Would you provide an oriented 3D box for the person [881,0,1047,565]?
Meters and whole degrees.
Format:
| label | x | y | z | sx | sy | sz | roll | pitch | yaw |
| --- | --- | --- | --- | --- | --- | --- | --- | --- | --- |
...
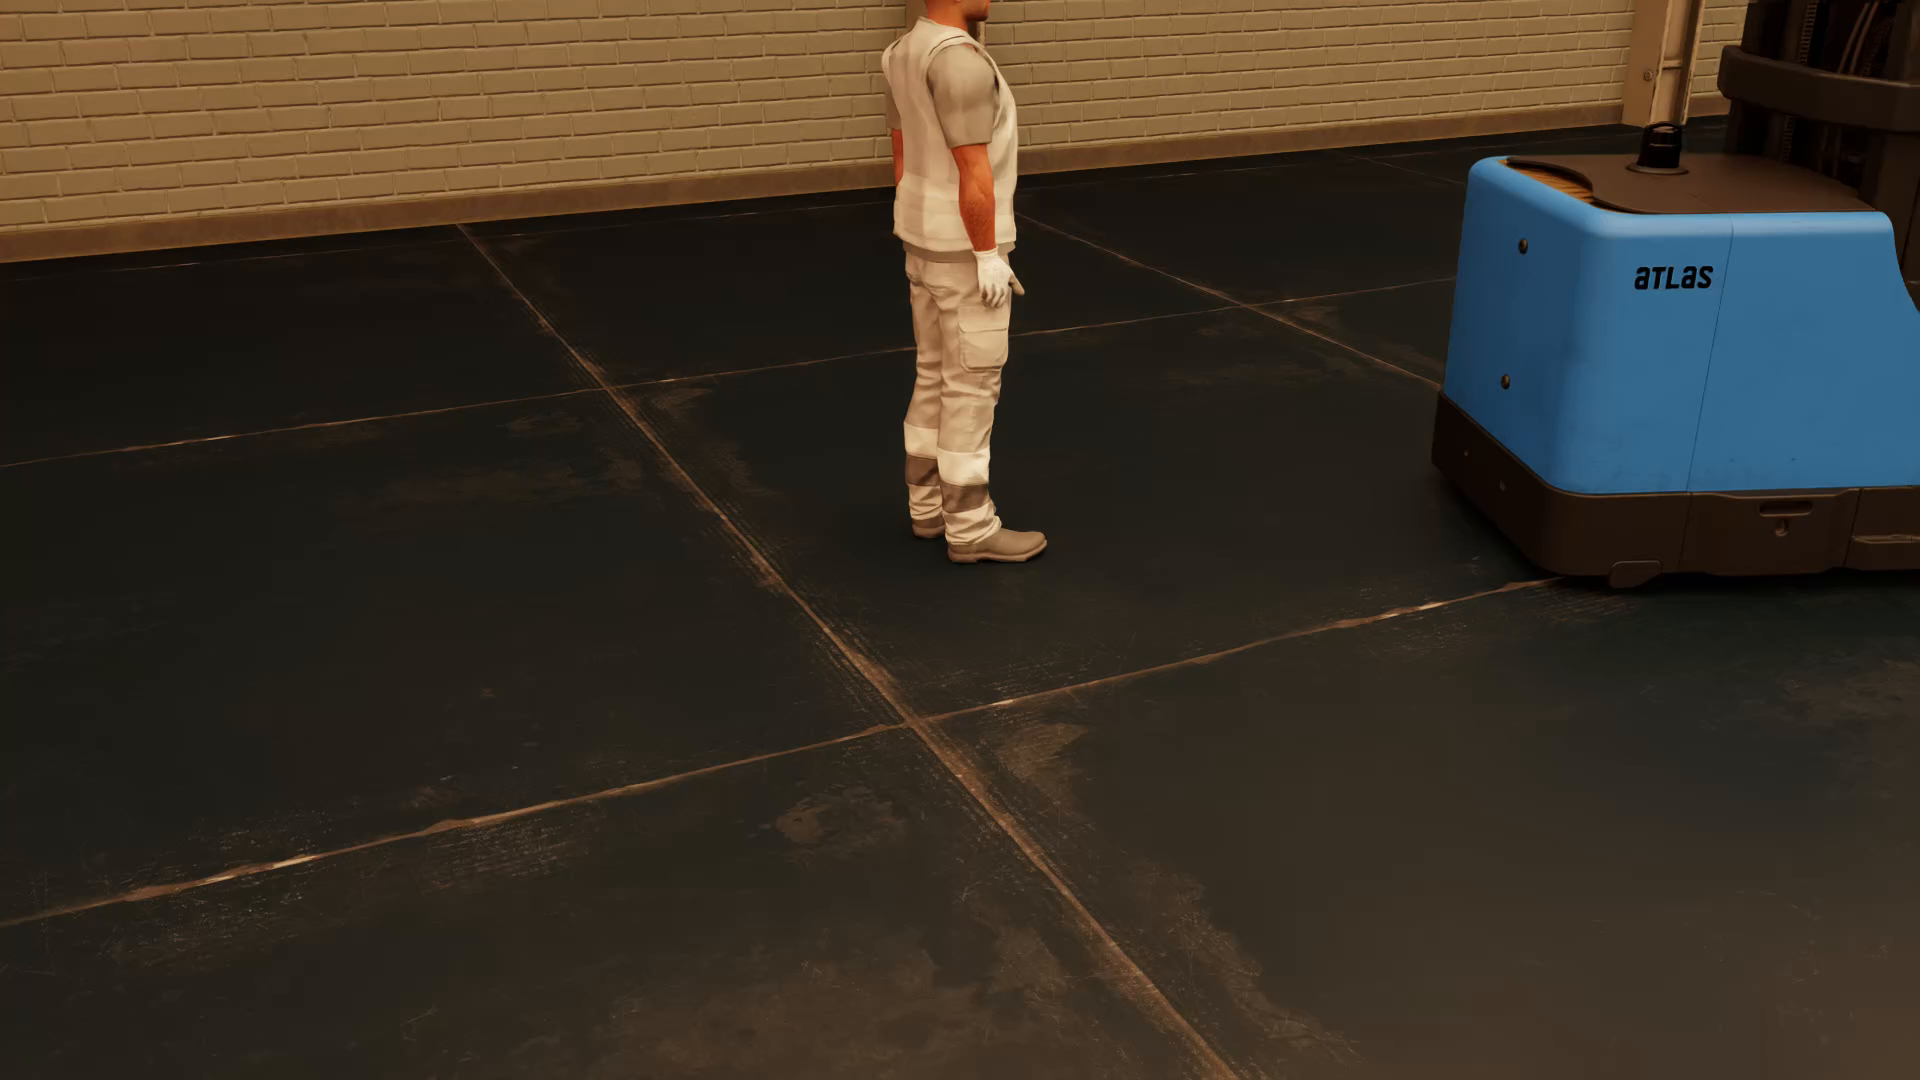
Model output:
| label | x | y | z | sx | sy | sz | roll | pitch | yaw |
| --- | --- | --- | --- | --- | --- | --- | --- | --- | --- |
| person | 0.005 | -0.831 | 4.776 | 0.370 | 1.795 | 0.536 | -10 | 25 | -23 |

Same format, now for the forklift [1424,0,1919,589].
| label | x | y | z | sx | sy | sz | roll | pitch | yaw |
| --- | --- | --- | --- | --- | --- | --- | --- | --- | --- |
| forklift | 3.091 | -1.428 | 4.724 | 3.031 | 2.935 | 1.130 | -2 | 23 | -4 |
